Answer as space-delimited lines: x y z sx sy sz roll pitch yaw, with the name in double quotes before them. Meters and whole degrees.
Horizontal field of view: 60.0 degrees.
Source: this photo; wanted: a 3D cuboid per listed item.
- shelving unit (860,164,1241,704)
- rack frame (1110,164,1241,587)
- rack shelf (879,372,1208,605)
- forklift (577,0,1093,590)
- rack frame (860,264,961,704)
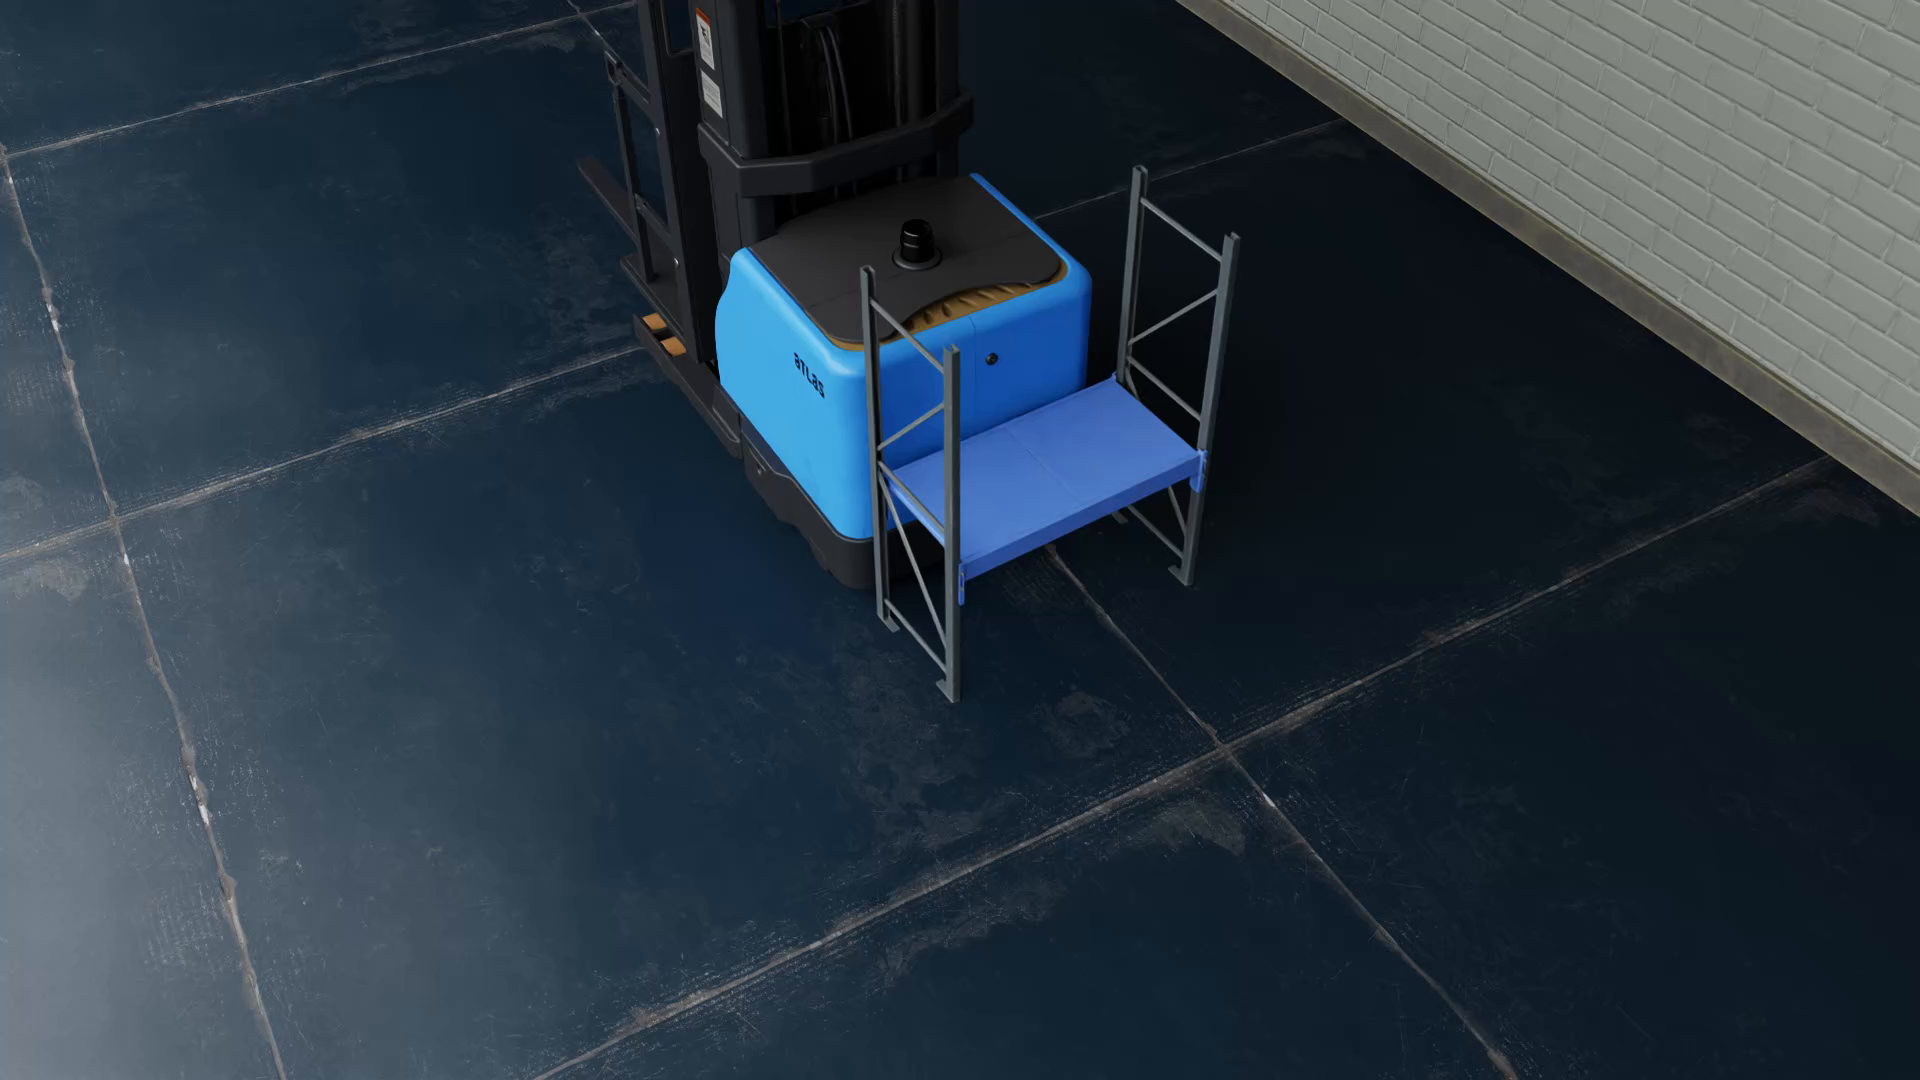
"shelving unit" 0.278 -0.323 5.506 1.048 1.500 0.538 -24 49 -23
"rack frame" 0.703 -0.517 5.706 0.032 1.500 0.500 -24 49 -23
"rack shelf" 0.278 -0.194 5.631 1.000 0.185 0.538 -24 49 -23
"forklift" -0.721 -1.885 6.088 1.130 2.935 3.031 -23 49 -22
"rack frame" -0.148 -0.130 5.307 0.032 1.500 0.500 -24 49 -23
